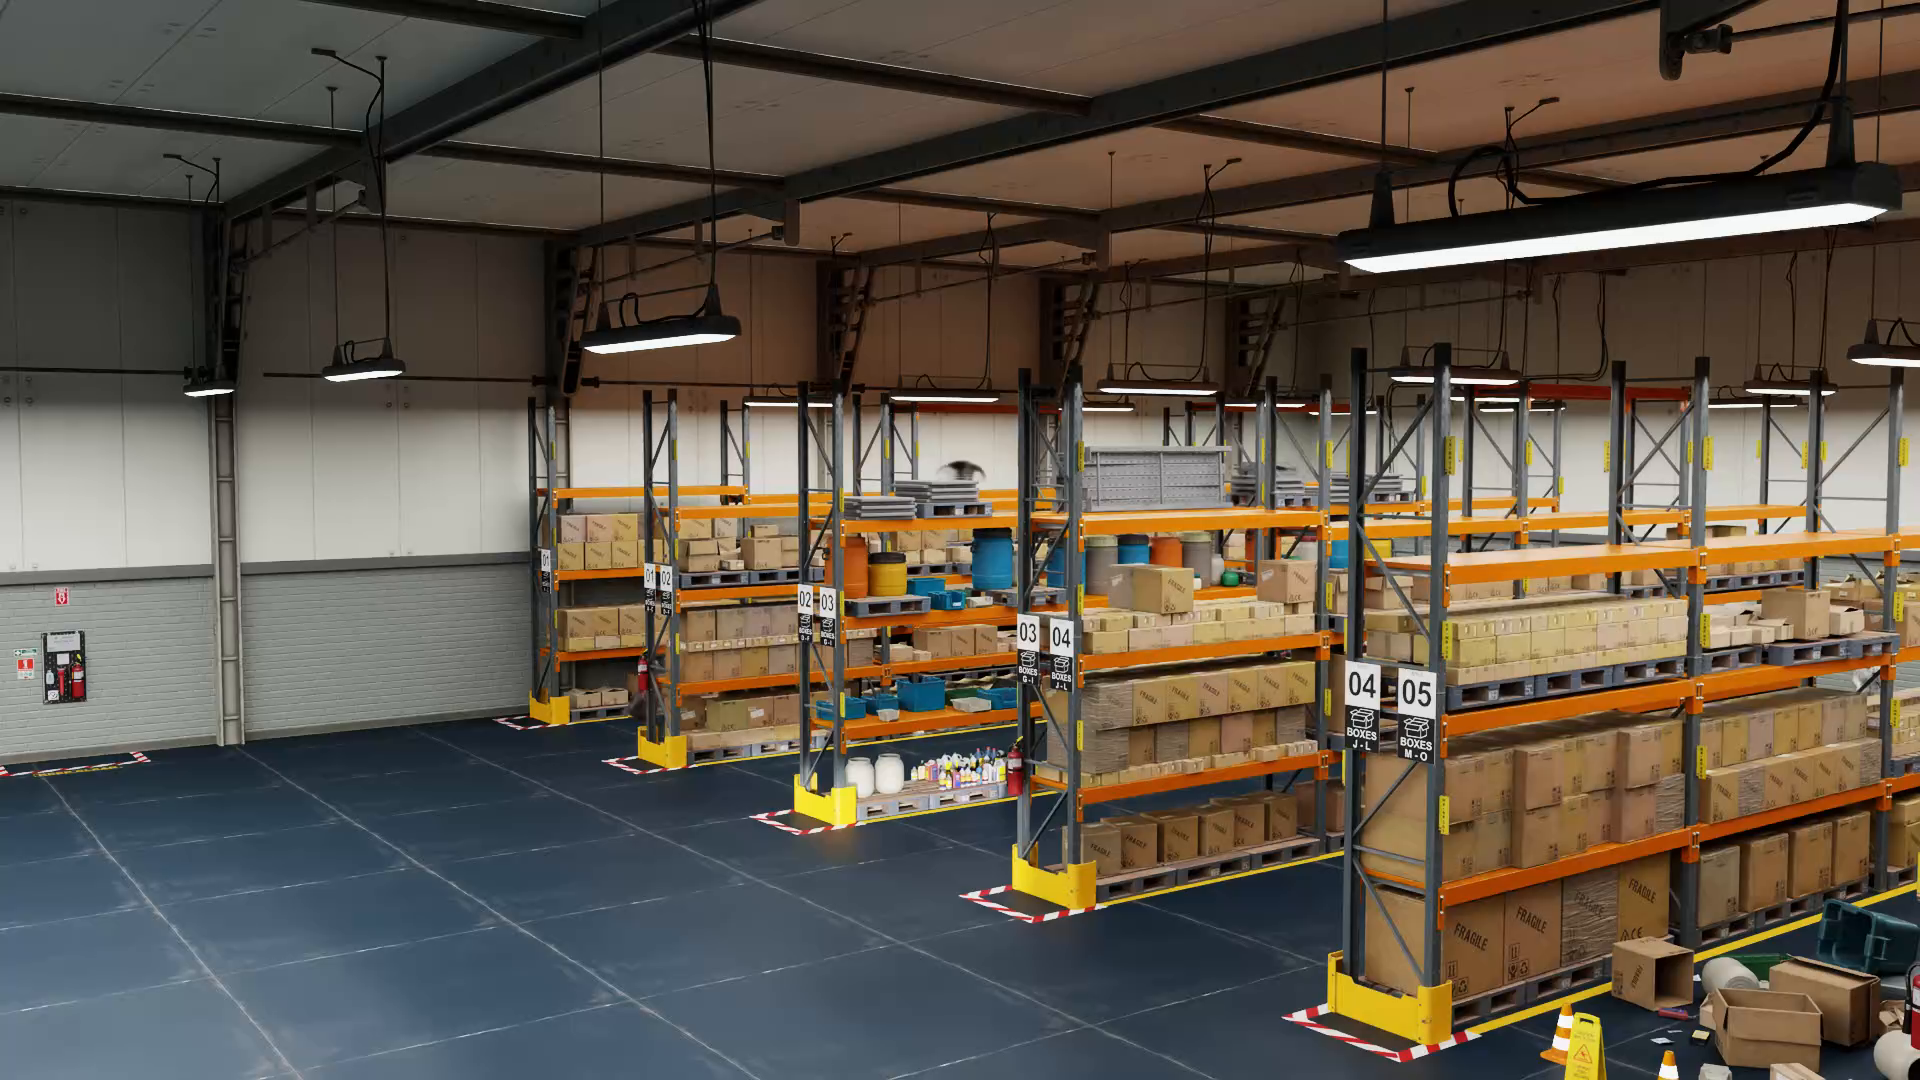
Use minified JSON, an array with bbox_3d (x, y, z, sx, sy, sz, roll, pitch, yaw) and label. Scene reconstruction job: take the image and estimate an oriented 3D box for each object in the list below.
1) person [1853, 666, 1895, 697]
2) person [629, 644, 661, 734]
[{"bbox_3d":[16.034,2.704,29.187,0.644,1.489,0.748,3,4,38],"label":"person"},{"bbox_3d":[-5.419,2.606,28.717,0.687,1.680,0.546,3,5,44],"label":"person"}]
